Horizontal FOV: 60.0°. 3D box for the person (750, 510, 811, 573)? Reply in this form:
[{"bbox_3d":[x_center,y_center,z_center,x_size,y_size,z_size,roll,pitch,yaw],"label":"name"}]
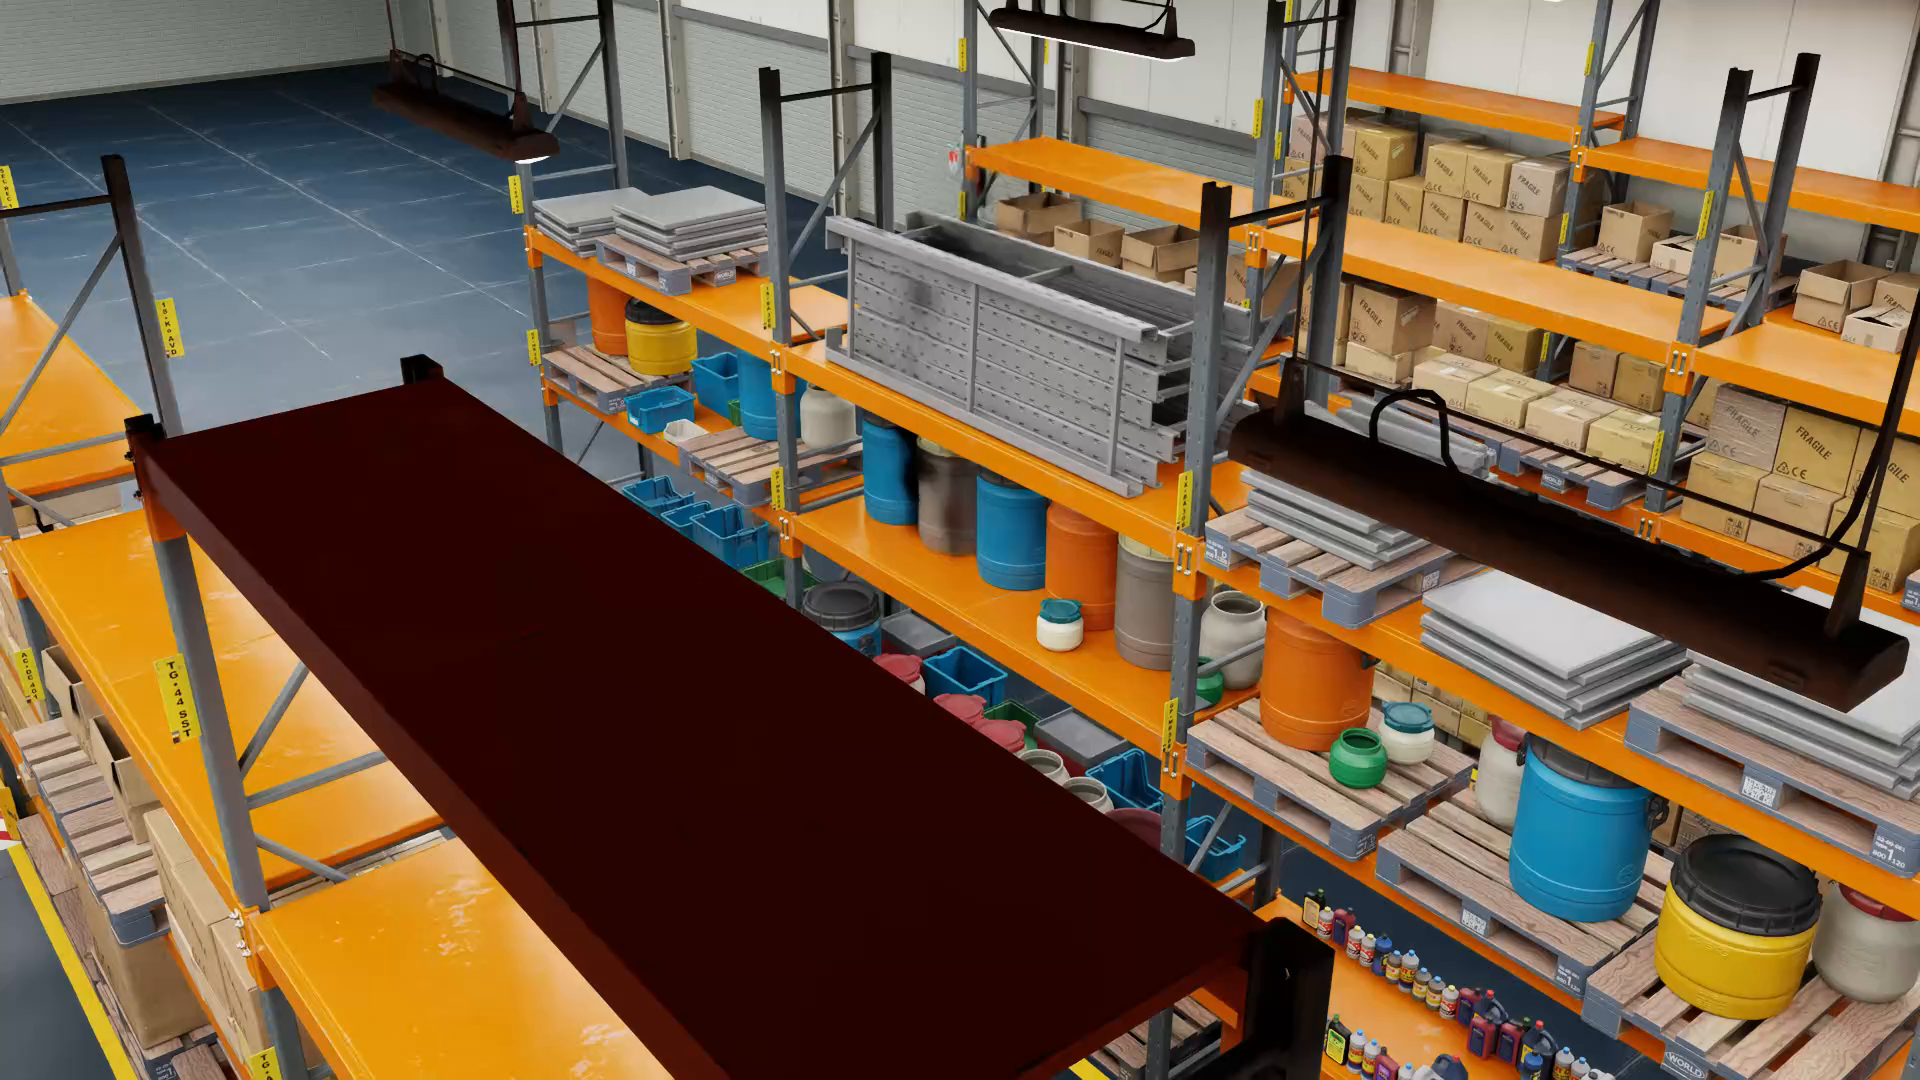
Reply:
[{"bbox_3d":[-1.847,-0.200,16.741,0.632,1.746,1.137,-17,31,-31],"label":"person"}]
